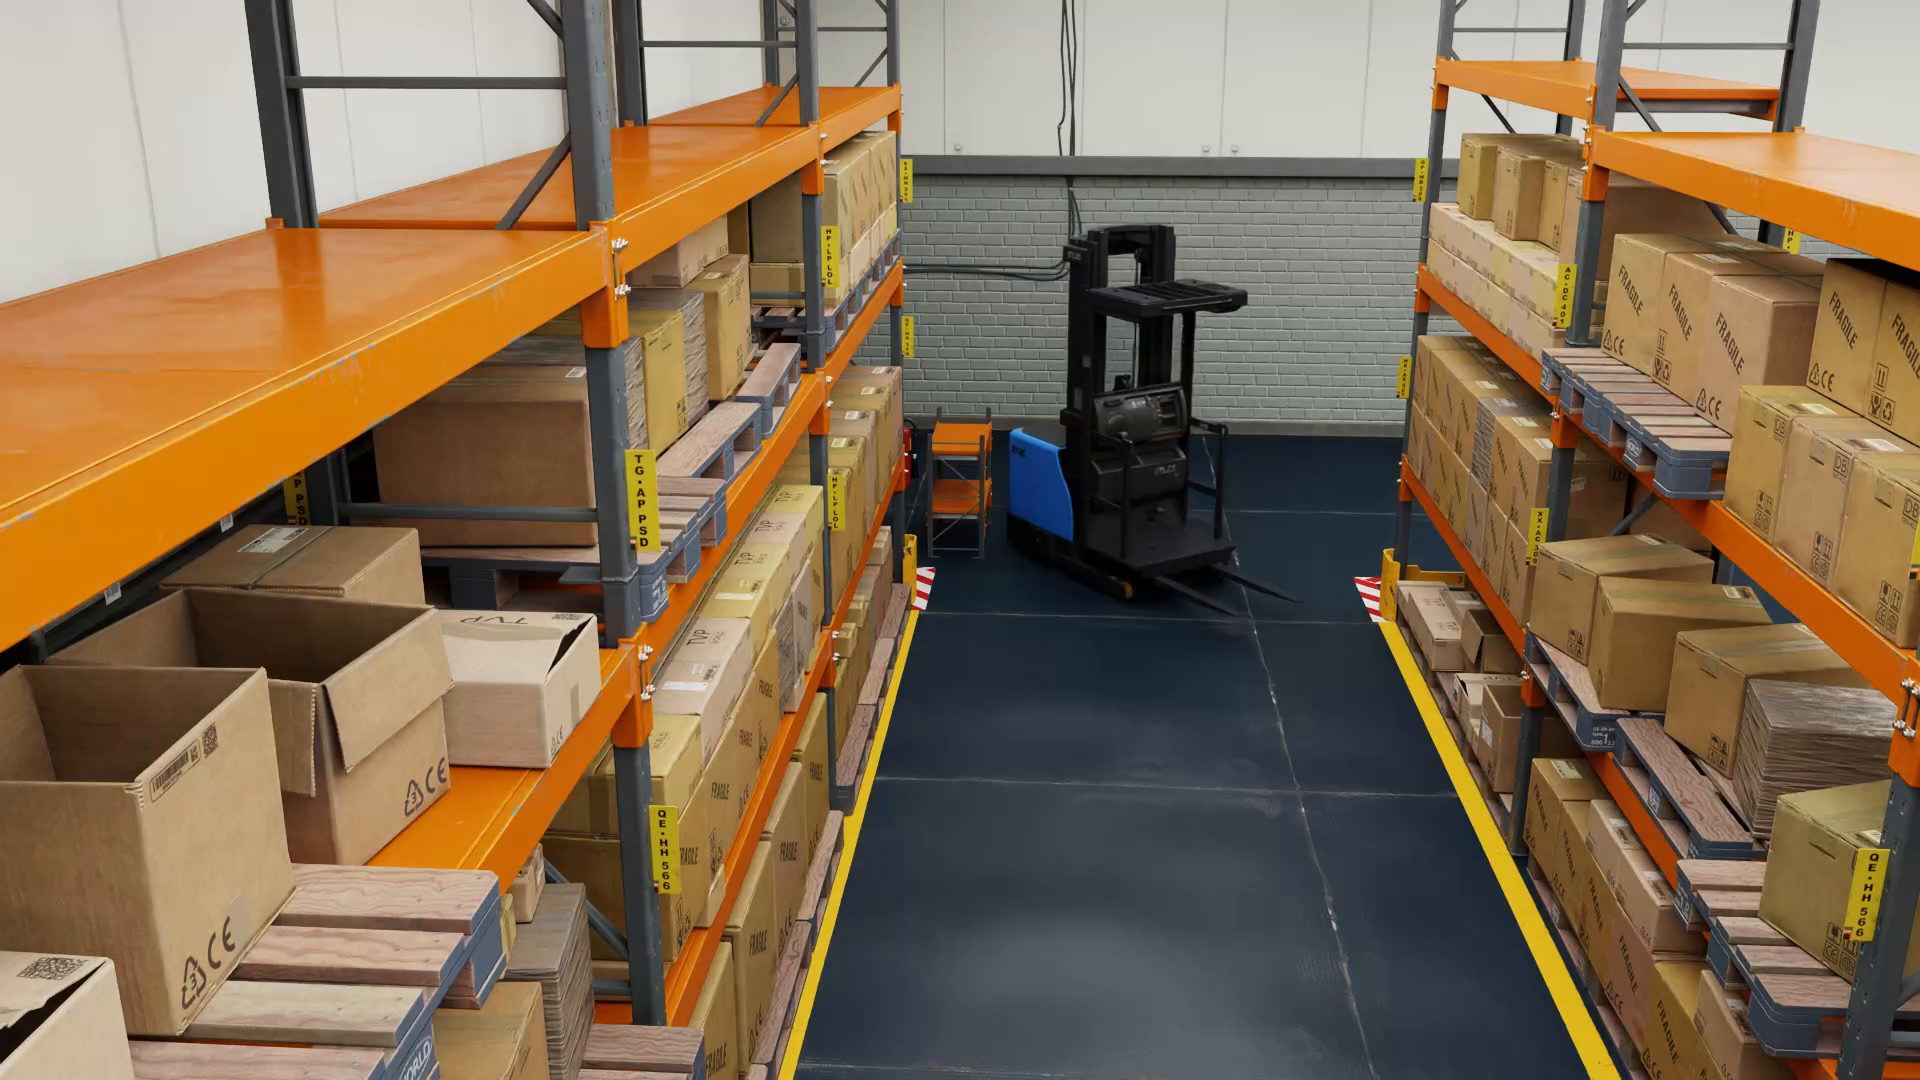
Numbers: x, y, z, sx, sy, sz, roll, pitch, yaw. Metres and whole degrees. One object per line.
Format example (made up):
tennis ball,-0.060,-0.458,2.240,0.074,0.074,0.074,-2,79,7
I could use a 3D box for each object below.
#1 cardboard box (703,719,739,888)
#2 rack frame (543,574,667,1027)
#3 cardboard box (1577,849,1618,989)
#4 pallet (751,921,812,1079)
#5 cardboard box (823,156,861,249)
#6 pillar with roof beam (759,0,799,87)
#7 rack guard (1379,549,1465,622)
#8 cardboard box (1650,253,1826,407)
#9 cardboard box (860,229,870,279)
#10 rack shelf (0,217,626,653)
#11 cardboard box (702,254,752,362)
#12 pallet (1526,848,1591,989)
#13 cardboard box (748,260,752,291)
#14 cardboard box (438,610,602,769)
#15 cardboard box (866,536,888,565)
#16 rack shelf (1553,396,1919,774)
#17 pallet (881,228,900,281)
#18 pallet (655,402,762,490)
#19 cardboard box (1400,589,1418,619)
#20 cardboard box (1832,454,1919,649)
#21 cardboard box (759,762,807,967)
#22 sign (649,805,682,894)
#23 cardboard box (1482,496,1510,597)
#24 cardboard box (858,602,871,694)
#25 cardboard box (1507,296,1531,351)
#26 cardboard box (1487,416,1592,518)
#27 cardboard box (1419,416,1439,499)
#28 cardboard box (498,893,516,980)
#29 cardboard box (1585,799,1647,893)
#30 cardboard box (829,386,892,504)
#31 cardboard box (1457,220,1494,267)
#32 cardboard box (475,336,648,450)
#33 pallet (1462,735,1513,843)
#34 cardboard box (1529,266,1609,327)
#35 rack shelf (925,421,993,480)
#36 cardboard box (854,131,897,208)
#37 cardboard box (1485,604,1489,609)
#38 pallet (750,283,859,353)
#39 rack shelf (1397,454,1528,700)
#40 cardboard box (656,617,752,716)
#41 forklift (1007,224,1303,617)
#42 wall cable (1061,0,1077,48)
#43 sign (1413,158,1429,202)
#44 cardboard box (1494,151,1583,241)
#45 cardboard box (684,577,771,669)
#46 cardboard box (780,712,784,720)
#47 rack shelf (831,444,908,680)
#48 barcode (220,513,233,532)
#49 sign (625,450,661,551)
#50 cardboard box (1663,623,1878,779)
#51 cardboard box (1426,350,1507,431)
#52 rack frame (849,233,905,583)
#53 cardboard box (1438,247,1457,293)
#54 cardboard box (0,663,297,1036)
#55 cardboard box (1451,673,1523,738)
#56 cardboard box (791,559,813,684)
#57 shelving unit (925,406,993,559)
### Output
cardboard box,-1.190,1.032,6.614,0.500,0.500,0.500,2,18,6
rack frame,-1.527,1.538,5.740,1.000,3.000,0.127,1,18,4
cardboard box,3.353,1.849,8.097,0.500,0.500,0.500,2,18,5
pallet,-1.305,2.242,8.070,1.003,0.211,1.213,1,18,4
cardboard box,-0.879,-2.037,10.035,0.500,0.500,0.500,1,18,3
pillar with roof beam,2.671,-4.560,14.714,9.100,9.000,0.400,1,18,4
rack guard,3.982,0.374,13.306,1.175,0.500,0.348,1,18,4
cardboard box,3.566,-0.953,7.527,0.600,0.600,0.600,1,18,3
cardboard box,-0.848,-1.832,10.613,0.500,0.250,0.500,1,18,2
rack shelf,-1.670,-0.160,3.085,1.077,0.370,4.000,1,18,4
cardboard box,-1.413,-1.116,8.154,0.700,0.500,0.500,0,18,1
pallet,3.680,1.983,8.859,1.003,0.211,1.213,1,18,4
cardboard box,-1.425,-1.524,9.672,0.500,0.250,0.500,1,18,4
cardboard box,-1.309,0.375,4.583,0.500,0.311,0.500,1,18,4
cardboard box,-0.749,0.076,12.499,0.380,0.149,0.250,2,18,5
rack shelf,3.557,-0.058,6.947,1.077,0.370,4.000,1,18,4
pallet,-0.996,-2.100,12.166,1.003,0.211,1.213,1,18,4
pallet,-1.457,-0.347,6.977,1.003,0.211,1.213,2,18,6
cardboard box,3.597,0.500,12.751,0.380,0.166,0.250,1,18,4
cardboard box,3.412,0.038,5.340,0.910,0.500,0.500,1,18,4
cardboard box,-1.218,1.598,8.334,0.750,0.750,0.750,2,18,6
sign,-0.985,1.034,5.544,0.100,0.325,0.005,1,18,4
cardboard box,3.516,0.036,10.162,0.500,0.500,0.500,2,18,5
cardboard box,-1.006,0.738,11.520,0.700,0.500,0.500,2,18,5
cardboard box,3.517,-1.262,9.706,0.500,0.250,0.500,1,18,4
cardboard box,3.513,-0.440,10.009,0.500,0.500,0.500,1,18,3
cardboard box,3.661,-0.593,12.082,0.500,0.500,0.500,1,18,3
cardboard box,-1.530,1.181,4.920,0.380,0.149,0.250,-2,18,-5
cardboard box,3.351,1.482,8.012,0.500,0.250,0.500,1,18,4
cardboard box,-1.021,-0.705,12.102,0.980,0.700,0.700,1,18,3
cardboard box,3.619,-1.965,11.051,0.500,0.250,0.500,1,18,4
cardboard box,-1.564,-0.462,6.159,0.700,0.500,0.500,0,18,1
pallet,3.751,1.517,10.283,1.003,0.211,1.213,1,18,4
cardboard box,3.465,-1.344,9.156,0.500,0.250,0.500,1,18,4
rack shelf,0.000,-0.815,14.990,0.538,0.278,1.000,1,18,4
cardboard box,-0.734,-2.671,11.969,0.500,0.500,0.500,1,18,4
cardboard box,4.076,0.598,12.452,0.380,0.166,0.250,1,18,4
pallet,-1.171,-1.342,9.853,1.003,0.211,1.213,1,18,4
rack shelf,3.844,0.125,11.206,1.077,0.370,4.000,1,18,4
cardboard box,-1.168,0.525,6.955,0.500,0.250,0.500,1,18,4
forklift,1.626,-1.050,13.748,1.130,2.935,3.031,-11,21,-30
wall cable,2.507,-6.411,17.238,3.097,2.526,0.112,1,18,4
sign,3.446,-2.691,12.423,0.100,0.325,0.005,1,18,4
cardboard box,3.789,-2.162,10.446,0.700,0.500,0.500,1,18,4
cardboard box,-1.137,0.367,7.439,0.500,0.250,0.500,1,18,3
cardboard box,-1.084,0.833,8.263,0.380,0.149,0.250,1,18,4
rack shelf,-1.097,0.016,11.540,1.077,0.370,4.000,1,18,4
barcode,-2.139,-0.064,4.847,0.001,0.075,0.075,1,18,4
sign,-0.986,-0.121,5.154,0.100,0.325,0.005,1,18,4
cardboard box,3.636,0.708,7.438,0.700,0.500,0.500,-3,18,-10
cardboard box,3.663,-1.066,11.919,0.500,0.500,0.500,1,18,4
rack frame,-0.954,-0.947,13.323,1.000,3.000,0.127,1,18,4
cardboard box,3.648,-1.883,11.603,0.500,0.250,0.500,1,18,4
cardboard box,-1.606,0.556,3.083,0.500,0.500,0.500,1,18,2
cardboard box,3.513,1.057,10.818,0.500,0.311,0.500,1,18,4
cardboard box,-1.049,0.404,8.528,0.500,0.500,0.500,1,18,4
shelving unit,0.000,-0.537,15.081,0.538,1.125,1.048,1,18,4
